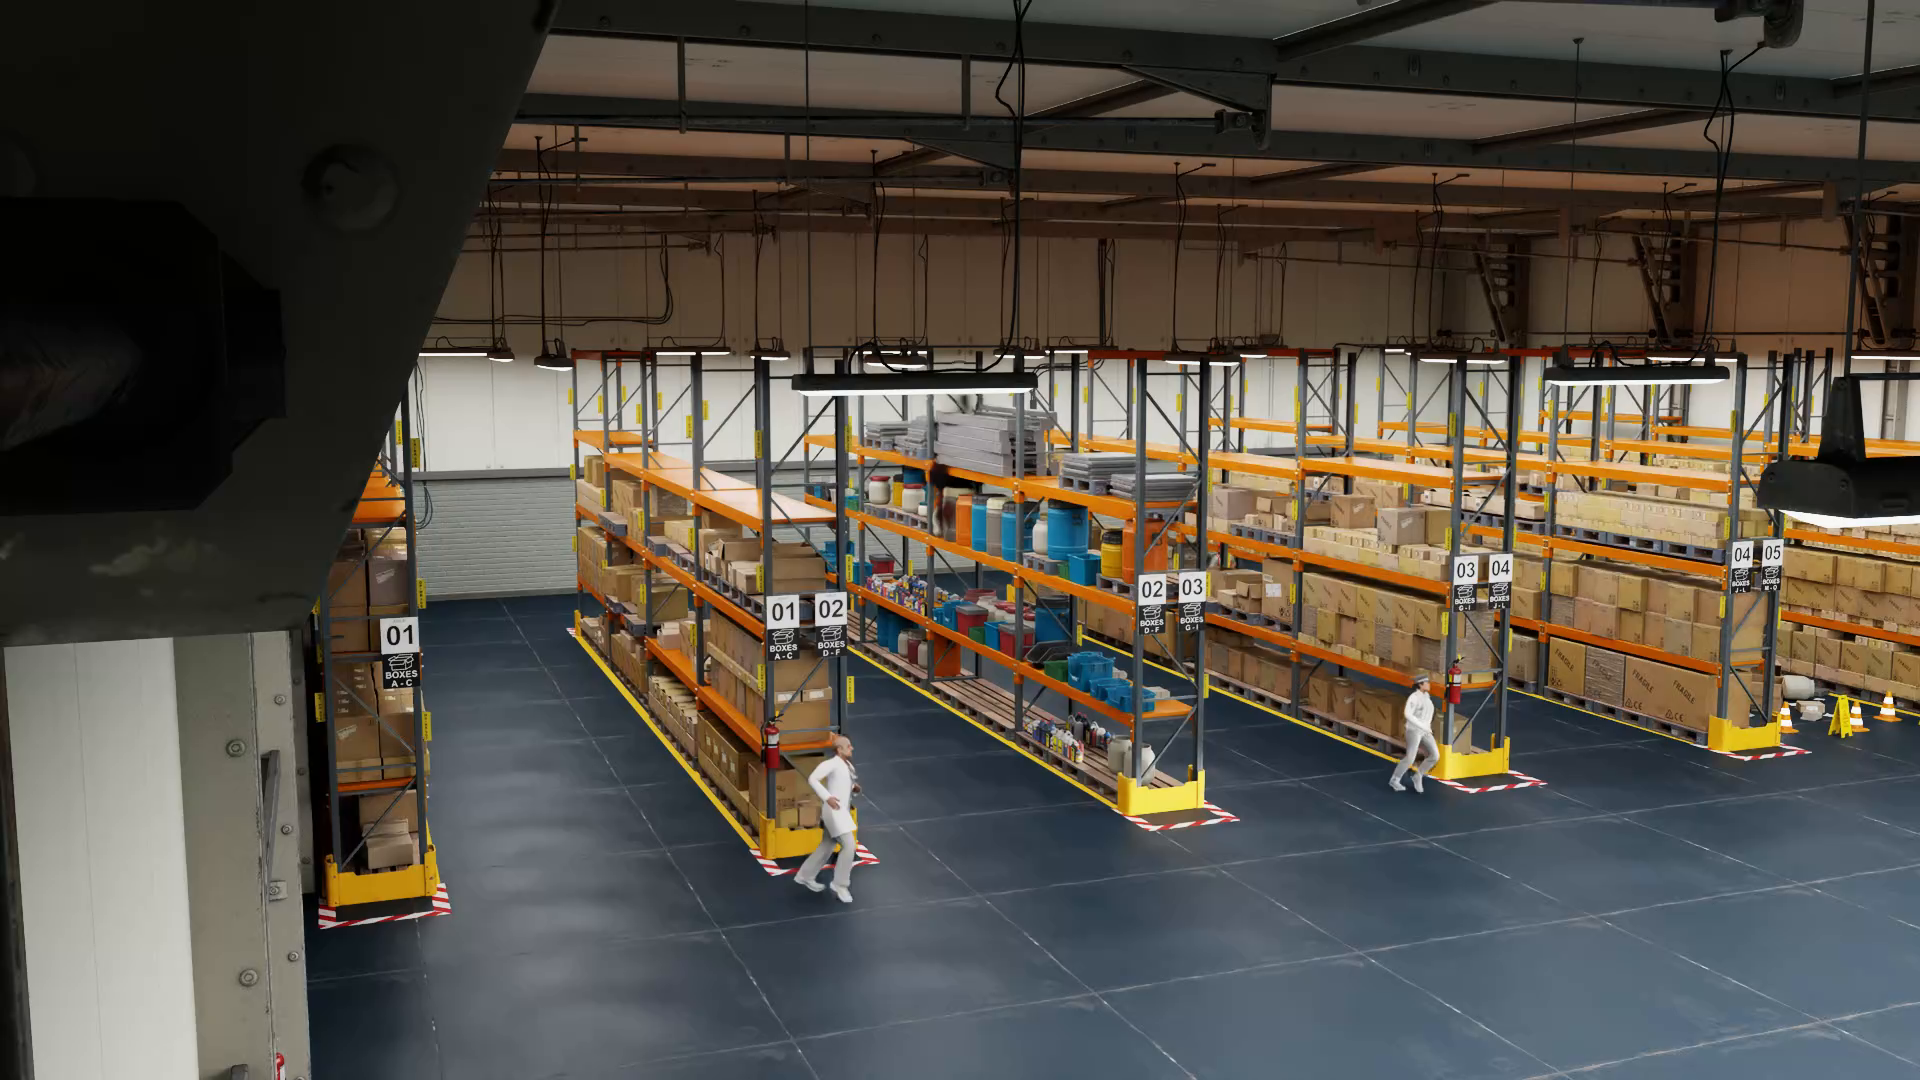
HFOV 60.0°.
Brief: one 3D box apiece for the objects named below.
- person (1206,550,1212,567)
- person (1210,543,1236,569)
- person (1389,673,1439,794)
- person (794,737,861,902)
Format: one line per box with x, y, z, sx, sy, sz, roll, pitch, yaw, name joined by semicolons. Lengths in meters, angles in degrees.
5.443;0.804;37.842;0.663;1.704;0.647;-2;7;-16;person
5.838;0.911;36.654;0.698;1.737;0.687;-2;7;-14;person
6.369;2.658;23.045;0.674;1.667;0.621;-6;10;-42;person
-1.484;3.146;18.889;0.762;1.831;0.741;1;7;9;person
